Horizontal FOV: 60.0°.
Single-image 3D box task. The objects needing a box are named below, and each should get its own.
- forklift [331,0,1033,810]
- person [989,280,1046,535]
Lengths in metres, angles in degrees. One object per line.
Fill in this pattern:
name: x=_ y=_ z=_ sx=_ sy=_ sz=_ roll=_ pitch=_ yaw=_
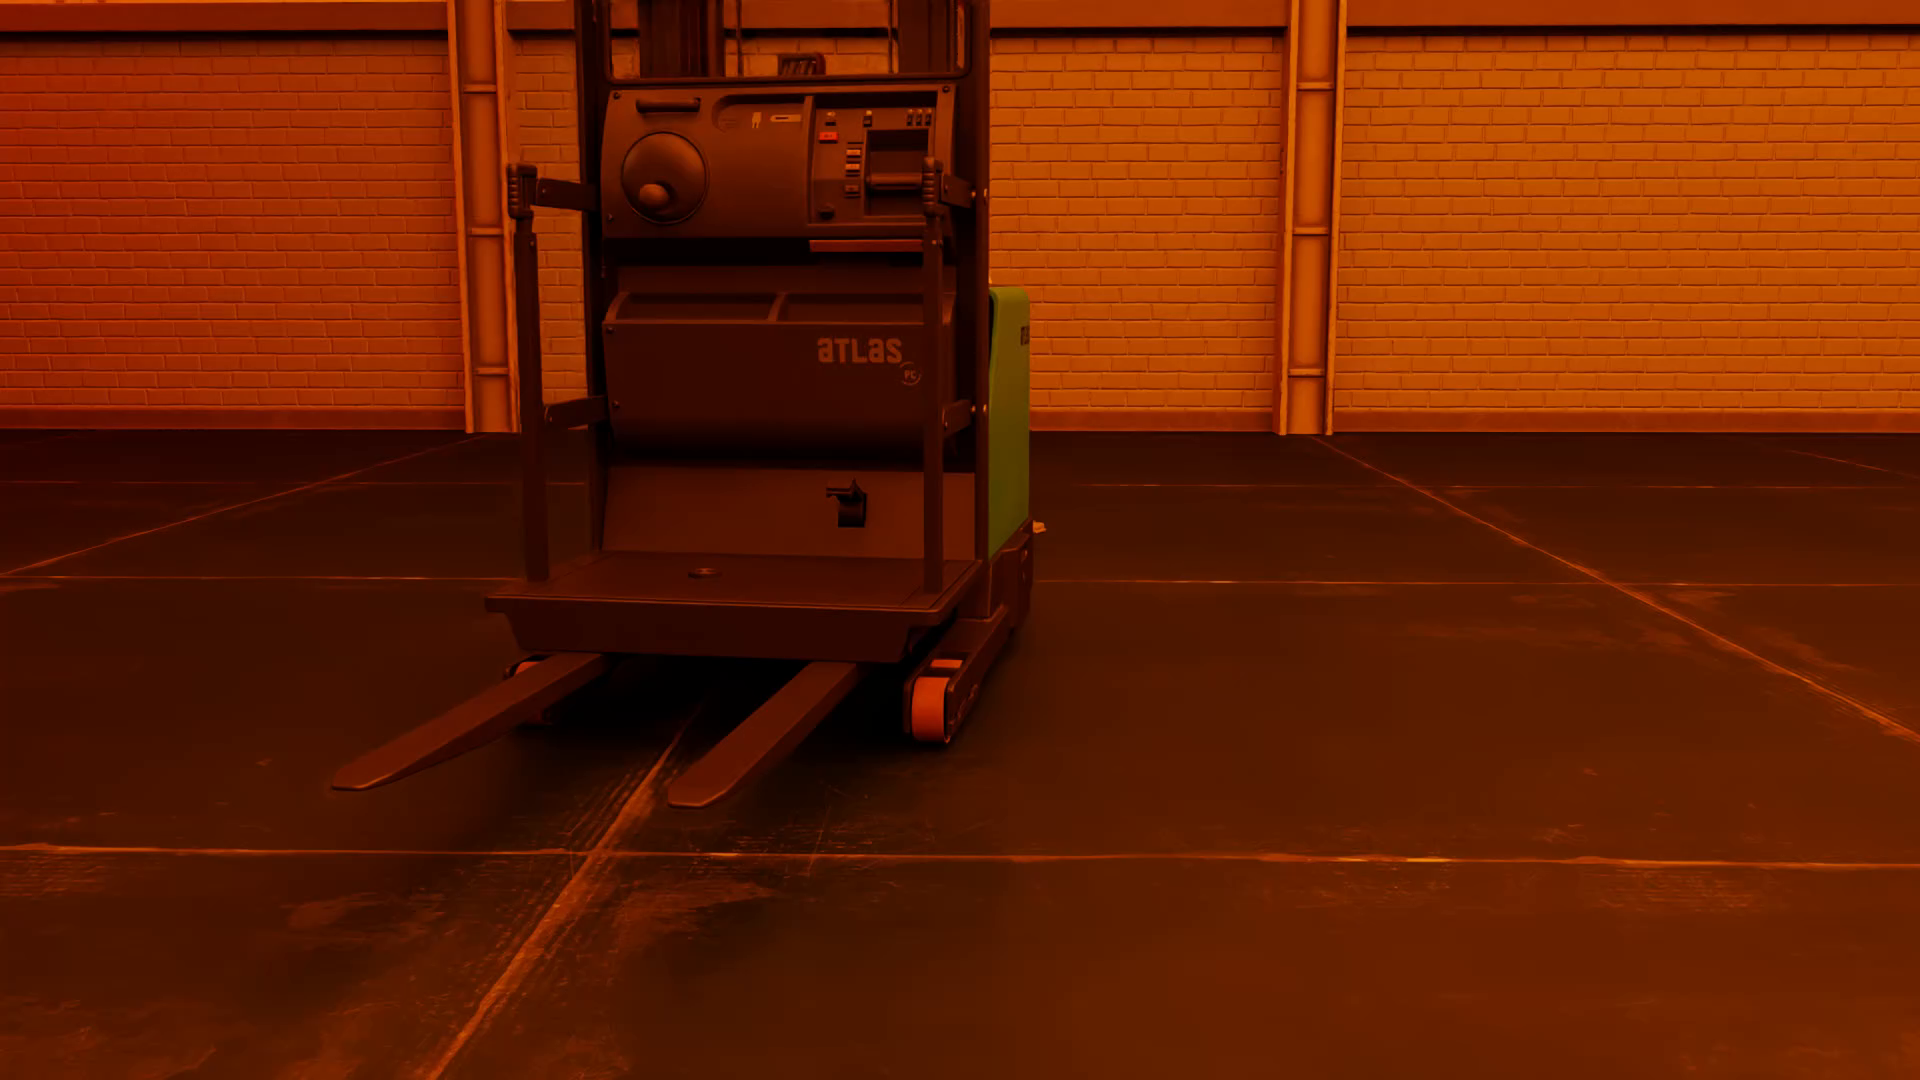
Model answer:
forklift: x=-0.507 y=-1.021 z=4.101 sx=1.130 sy=2.935 sz=3.031 roll=1 pitch=9 yaw=9
person: x=0.079 y=-0.929 z=6.971 sx=0.564 sy=1.787 sz=0.637 roll=0 pitch=9 yaw=1
